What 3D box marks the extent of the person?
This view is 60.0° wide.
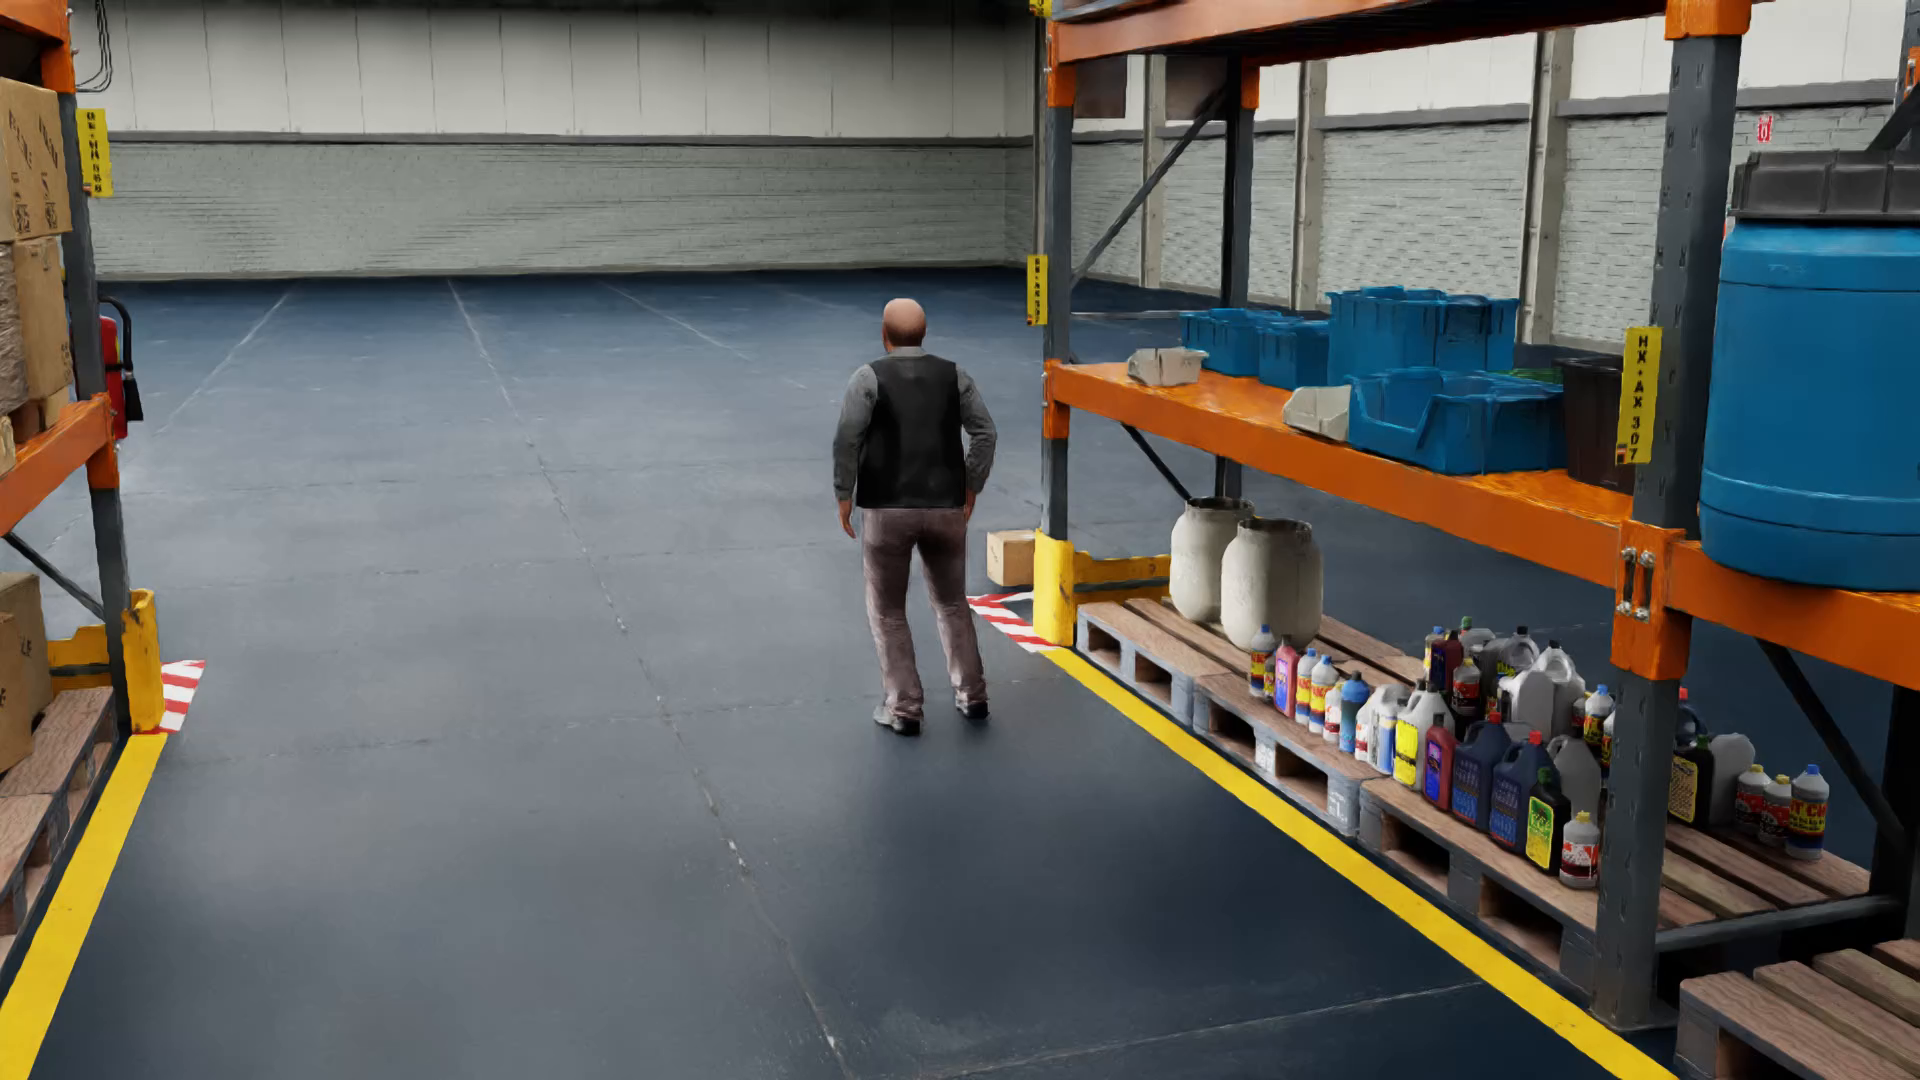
[{"bbox_3d":[-0.176,-0.106,6.597,0.673,1.682,0.509,-5,13,-20],"label":"person"}]
